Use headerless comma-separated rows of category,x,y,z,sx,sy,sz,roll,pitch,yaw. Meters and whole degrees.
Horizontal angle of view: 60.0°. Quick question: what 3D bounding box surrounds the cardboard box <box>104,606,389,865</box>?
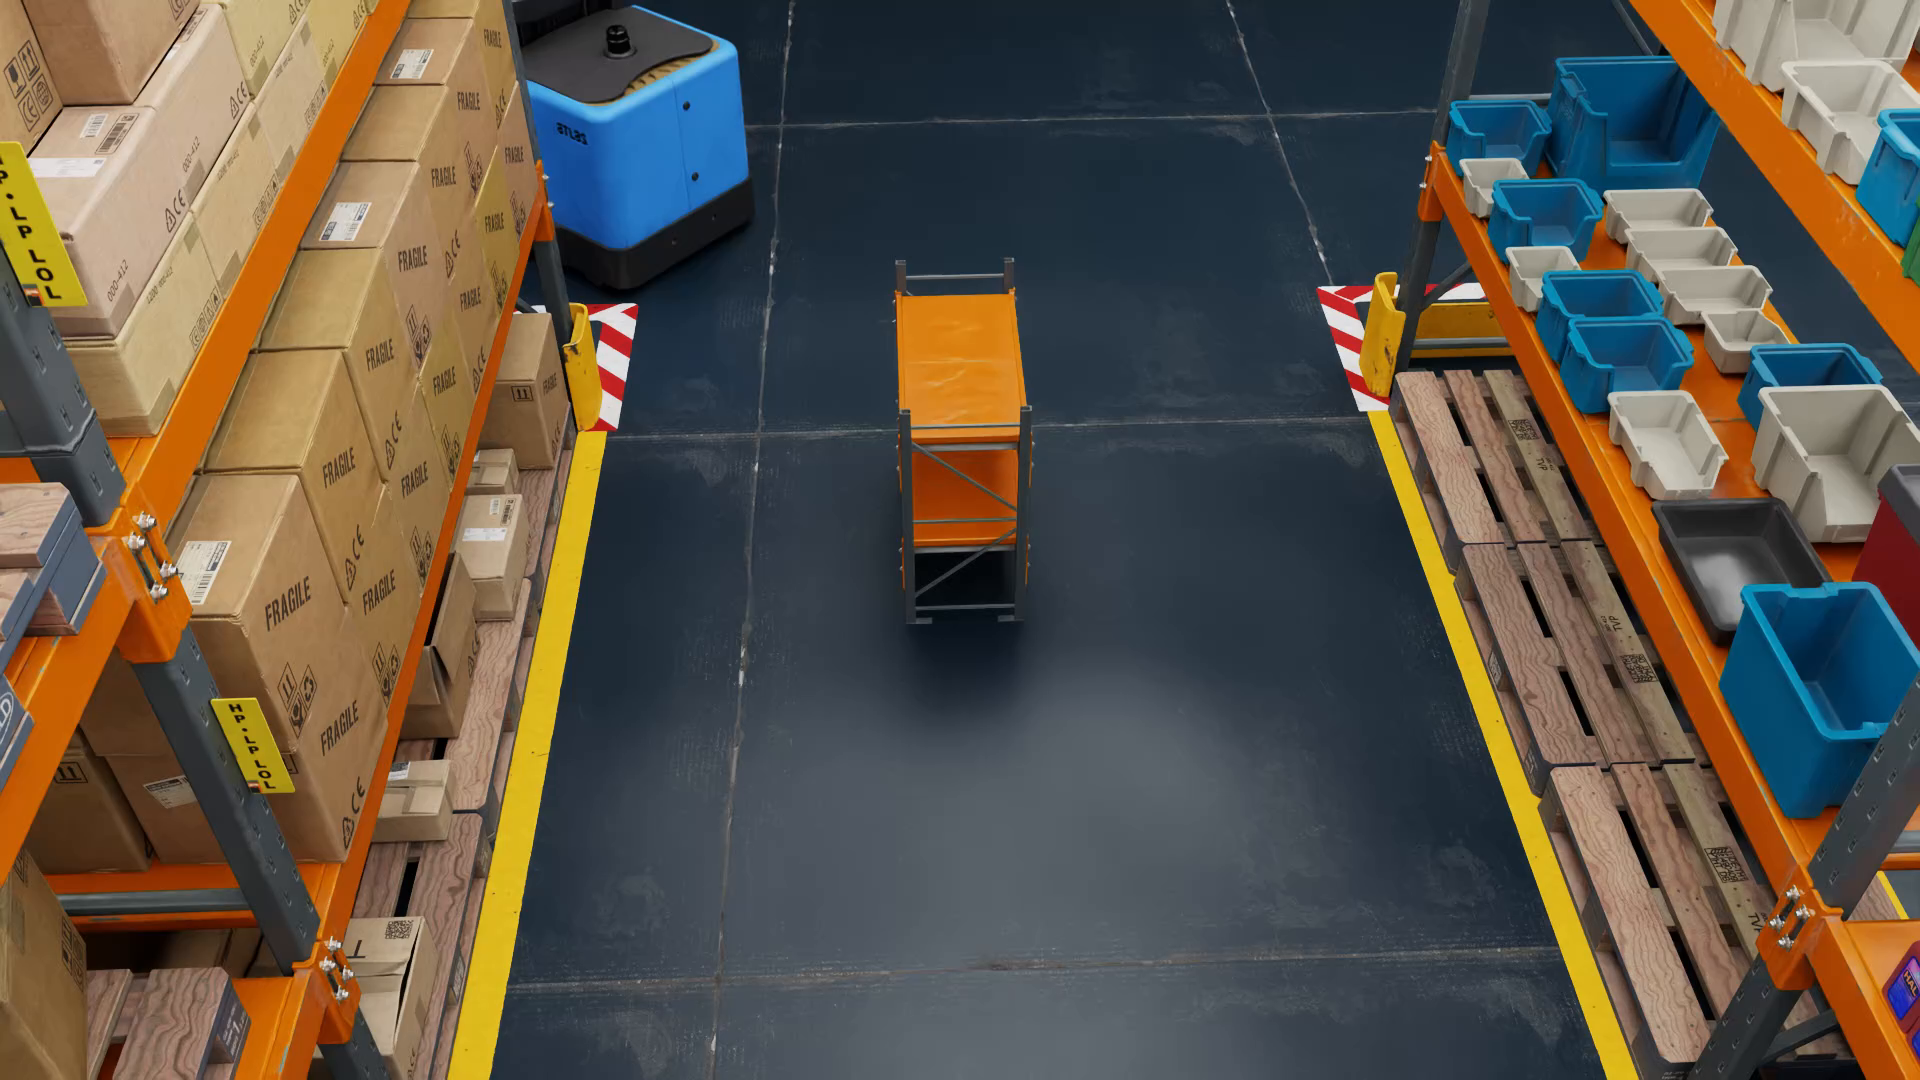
cardboard box,-1.920,0.530,4.527,0.500,0.500,0.500,-1,43,-1

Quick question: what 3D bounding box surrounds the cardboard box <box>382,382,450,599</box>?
cardboard box,-1.963,-0.153,5.273,0.500,0.500,0.500,-2,43,-2

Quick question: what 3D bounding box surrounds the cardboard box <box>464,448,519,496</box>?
cardboard box,-2.143,-0.263,7.238,0.380,0.166,0.250,-2,43,-2

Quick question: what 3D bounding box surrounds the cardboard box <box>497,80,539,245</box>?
cardboard box,-2.049,-1.524,6.768,0.500,0.500,0.500,0,43,0

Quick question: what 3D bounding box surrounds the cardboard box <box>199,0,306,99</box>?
cardboard box,-1.975,-1.326,4.148,0.500,0.250,0.500,-2,43,-2

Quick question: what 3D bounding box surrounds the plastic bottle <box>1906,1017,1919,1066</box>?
plastic bottle,2.374,1.172,3.987,0.061,0.283,0.133,-2,43,-2

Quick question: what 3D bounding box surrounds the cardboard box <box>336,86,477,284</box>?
cardboard box,-1.997,-1.203,5.679,0.500,0.500,0.500,-1,43,-1

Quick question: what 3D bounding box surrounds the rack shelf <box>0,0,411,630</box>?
rack shelf,-2.255,-1.272,4.880,1.077,0.370,4.000,-2,43,-2

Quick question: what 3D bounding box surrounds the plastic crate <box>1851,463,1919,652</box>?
plastic crate,2.992,0.124,4.953,0.402,0.464,0.583,-2,43,-2

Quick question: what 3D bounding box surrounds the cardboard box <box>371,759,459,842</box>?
cardboard box,-2.019,0.928,5.939,0.380,0.166,0.250,-2,43,-2

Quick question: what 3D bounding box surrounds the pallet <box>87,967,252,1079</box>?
pallet,-2.245,1.532,3.650,1.003,0.211,1.213,-2,43,-2

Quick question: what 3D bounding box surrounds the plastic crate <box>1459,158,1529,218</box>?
plastic crate,2.222,-1.451,6.913,0.250,0.136,0.298,-2,43,-2

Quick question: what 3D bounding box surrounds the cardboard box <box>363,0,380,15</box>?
cardboard box,-2.010,-1.817,5.054,0.500,0.250,0.500,-2,43,-2

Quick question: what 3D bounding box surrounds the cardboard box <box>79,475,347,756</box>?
cardboard box,-1.909,0.187,4.161,0.500,0.500,0.500,-1,43,-1

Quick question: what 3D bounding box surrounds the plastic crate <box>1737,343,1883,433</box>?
plastic crate,2.952,-0.502,5.807,0.416,0.233,0.300,-2,43,-2

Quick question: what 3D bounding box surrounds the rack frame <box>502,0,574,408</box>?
rack frame,-2.340,-1.781,7.123,1.000,3.000,0.127,-2,43,-2

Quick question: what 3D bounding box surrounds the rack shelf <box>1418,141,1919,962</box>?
rack shelf,2.694,-0.306,6.046,1.077,0.370,4.000,-2,43,-2

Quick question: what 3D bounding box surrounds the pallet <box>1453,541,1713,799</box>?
pallet,2.654,0.486,6.713,1.003,0.211,1.213,-2,43,-2

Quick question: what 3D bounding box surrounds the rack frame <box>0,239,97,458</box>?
rack frame,-2.170,-1.292,2.150,1.000,3.000,0.127,-2,43,-2

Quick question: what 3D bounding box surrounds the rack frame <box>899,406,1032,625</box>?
rack frame,0.021,-0.076,6.650,0.500,1.125,0.032,-2,43,-2

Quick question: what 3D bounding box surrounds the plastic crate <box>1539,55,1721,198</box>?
plastic crate,2.810,-1.735,7.002,0.616,0.435,0.499,-2,43,-2

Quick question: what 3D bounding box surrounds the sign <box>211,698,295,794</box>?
sign,-1.616,0.474,3.806,0.100,0.325,0.005,-2,43,-2

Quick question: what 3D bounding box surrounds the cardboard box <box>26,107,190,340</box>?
cardboard box,-1.943,-0.651,3.411,0.500,0.250,0.500,-2,43,-2

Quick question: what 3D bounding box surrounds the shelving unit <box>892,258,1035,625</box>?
shelving unit,0.000,-0.419,7.025,0.538,1.125,1.048,-2,43,-2

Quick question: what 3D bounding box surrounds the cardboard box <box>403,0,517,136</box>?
cardboard box,-2.046,-1.894,6.432,0.500,0.500,0.500,-2,43,-2

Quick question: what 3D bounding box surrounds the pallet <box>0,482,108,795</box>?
pallet,-2.213,0.325,2.745,1.213,0.211,1.003,-2,43,-2

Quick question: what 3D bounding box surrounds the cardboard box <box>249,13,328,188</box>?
cardboard box,-1.981,-1.142,4.317,0.500,0.250,0.500,-2,43,-2

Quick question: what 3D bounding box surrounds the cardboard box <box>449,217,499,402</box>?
cardboard box,-2.008,-0.837,6.018,0.500,0.500,0.500,-1,43,-1

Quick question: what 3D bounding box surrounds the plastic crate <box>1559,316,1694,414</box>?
plastic crate,2.359,-0.614,5.929,0.416,0.233,0.300,-2,43,-2

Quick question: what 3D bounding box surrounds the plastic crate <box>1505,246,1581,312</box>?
plastic crate,2.250,-0.993,6.414,0.250,0.136,0.298,-2,43,-2

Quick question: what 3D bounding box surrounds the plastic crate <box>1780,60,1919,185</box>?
plastic crate,2.345,-1.077,4.330,0.293,0.136,0.466,-2,43,-2

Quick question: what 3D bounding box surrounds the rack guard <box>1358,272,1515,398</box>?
rack guard,2.595,-1.015,8.137,1.175,0.500,0.348,-2,43,-2

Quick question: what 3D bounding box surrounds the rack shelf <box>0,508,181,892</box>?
rack shelf,-2.085,1.429,1.934,1.077,0.370,4.000,-2,43,-2

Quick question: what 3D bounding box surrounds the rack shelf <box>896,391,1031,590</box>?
rack shelf,0.000,-0.239,7.190,0.538,0.278,1.000,-2,43,-2

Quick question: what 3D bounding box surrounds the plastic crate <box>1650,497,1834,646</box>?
plastic crate,2.463,0.111,5.218,0.437,0.125,0.590,-2,43,-2

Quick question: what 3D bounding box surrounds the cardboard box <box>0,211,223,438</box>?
cardboard box,-1.944,-0.467,3.580,0.500,0.250,0.500,-2,43,-2

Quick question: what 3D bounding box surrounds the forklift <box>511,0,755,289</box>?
forklift,-2.614,-3.224,8.748,3.031,2.935,1.130,28,49,27

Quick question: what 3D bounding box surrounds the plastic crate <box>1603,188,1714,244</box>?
plastic crate,2.825,-1.301,6.749,0.396,0.136,0.243,-2,43,-2

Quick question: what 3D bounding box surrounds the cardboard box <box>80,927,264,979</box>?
cardboard box,-2.478,1.302,5.284,0.500,0.500,0.500,-2,43,-2

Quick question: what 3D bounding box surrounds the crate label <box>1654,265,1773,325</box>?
crate label,2.859,-0.917,6.331,0.396,0.136,0.243,-2,43,-2

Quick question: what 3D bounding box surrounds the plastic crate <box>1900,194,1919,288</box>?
plastic crate,2.459,-0.526,3.690,0.450,0.188,0.662,-2,43,-2

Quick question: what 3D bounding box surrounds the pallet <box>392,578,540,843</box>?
pallet,-2.253,0.658,6.526,1.003,0.211,1.213,-2,43,-2

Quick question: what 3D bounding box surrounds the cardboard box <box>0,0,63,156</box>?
cardboard box,-2.229,-0.919,3.149,0.700,0.500,0.500,-2,43,-2

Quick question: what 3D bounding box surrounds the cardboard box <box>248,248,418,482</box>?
cardboard box,-1.953,-0.508,4.920,0.500,0.500,0.500,-3,43,-3
